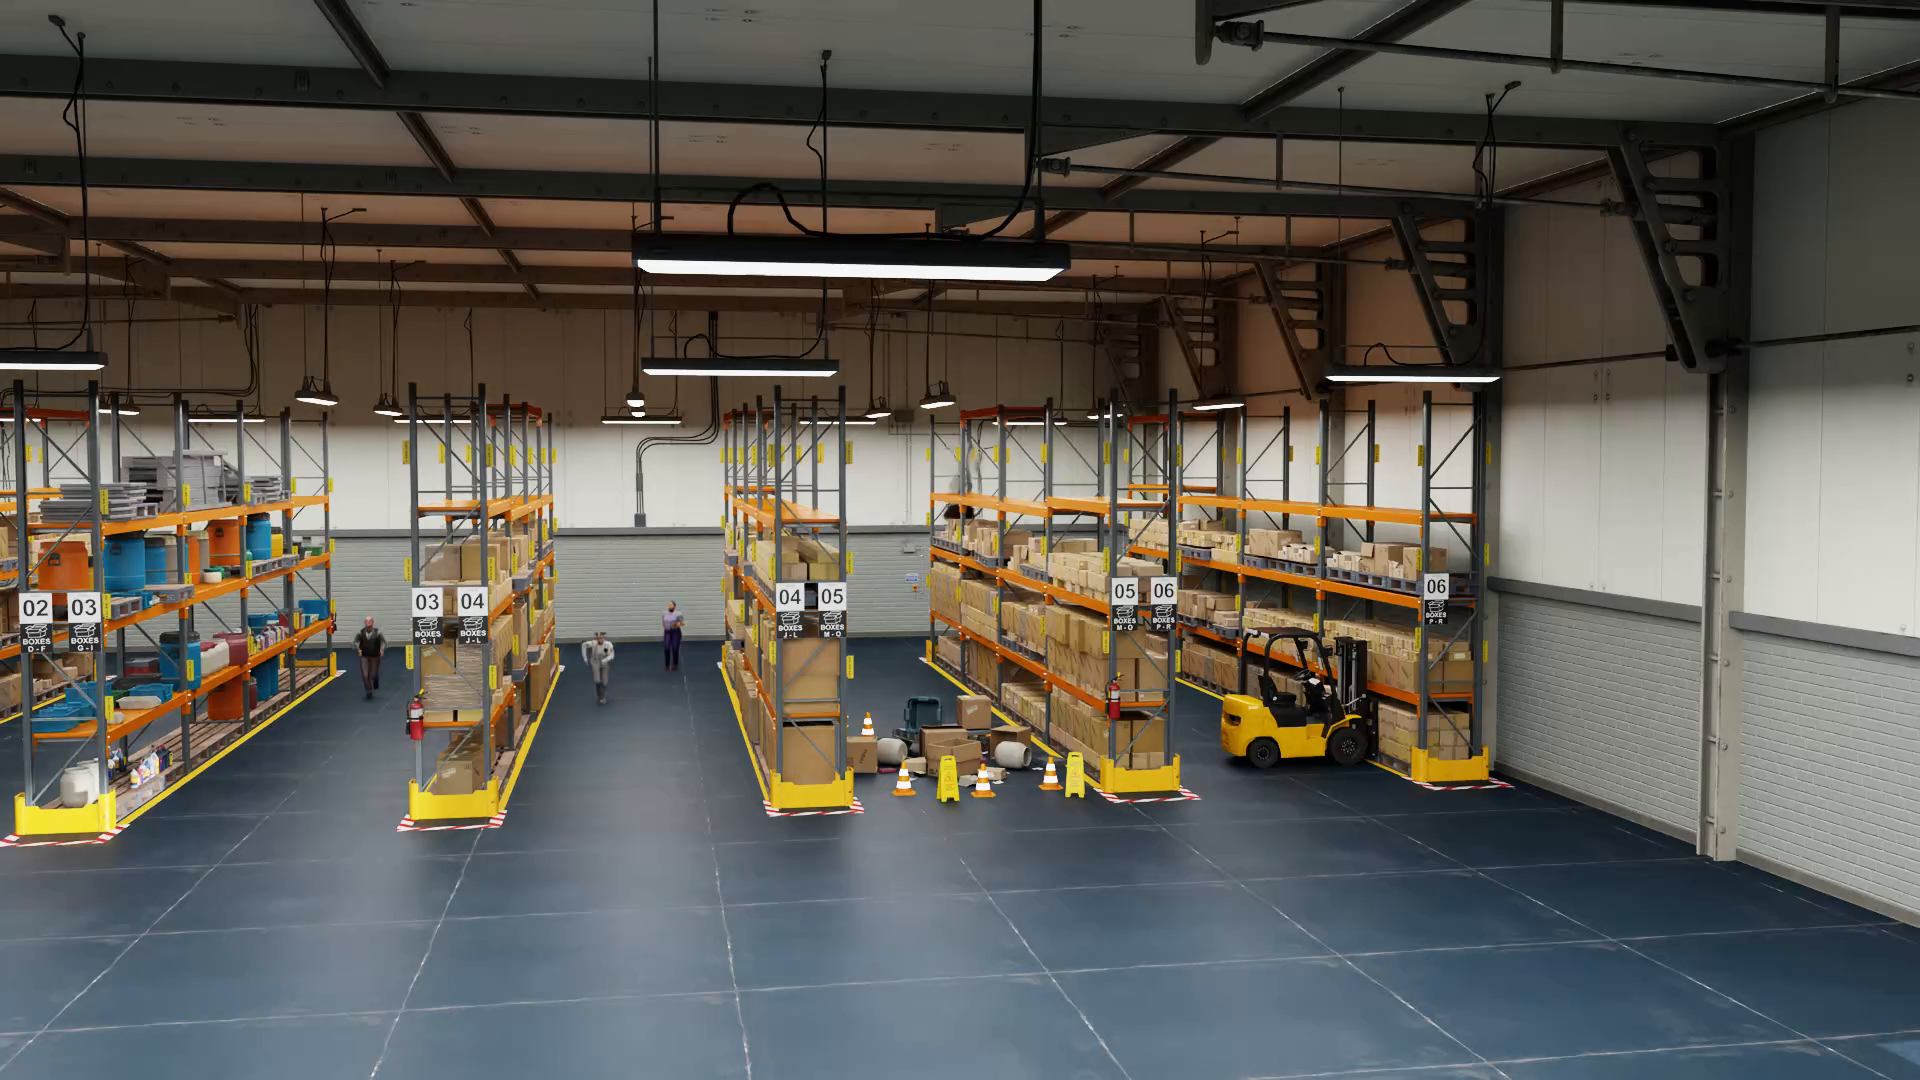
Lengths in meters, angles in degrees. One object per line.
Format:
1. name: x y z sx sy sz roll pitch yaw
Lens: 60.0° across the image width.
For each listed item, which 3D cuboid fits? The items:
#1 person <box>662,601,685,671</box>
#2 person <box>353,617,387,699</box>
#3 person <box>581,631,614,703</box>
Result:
1. person: -6.685 2.248 38.683 0.577 1.660 0.680 0 3 2
2. person: -12.241 2.426 34.484 0.660 1.684 0.599 -1 3 -14
3. person: -7.280 2.561 33.443 0.646 1.498 0.828 -1 3 -14
